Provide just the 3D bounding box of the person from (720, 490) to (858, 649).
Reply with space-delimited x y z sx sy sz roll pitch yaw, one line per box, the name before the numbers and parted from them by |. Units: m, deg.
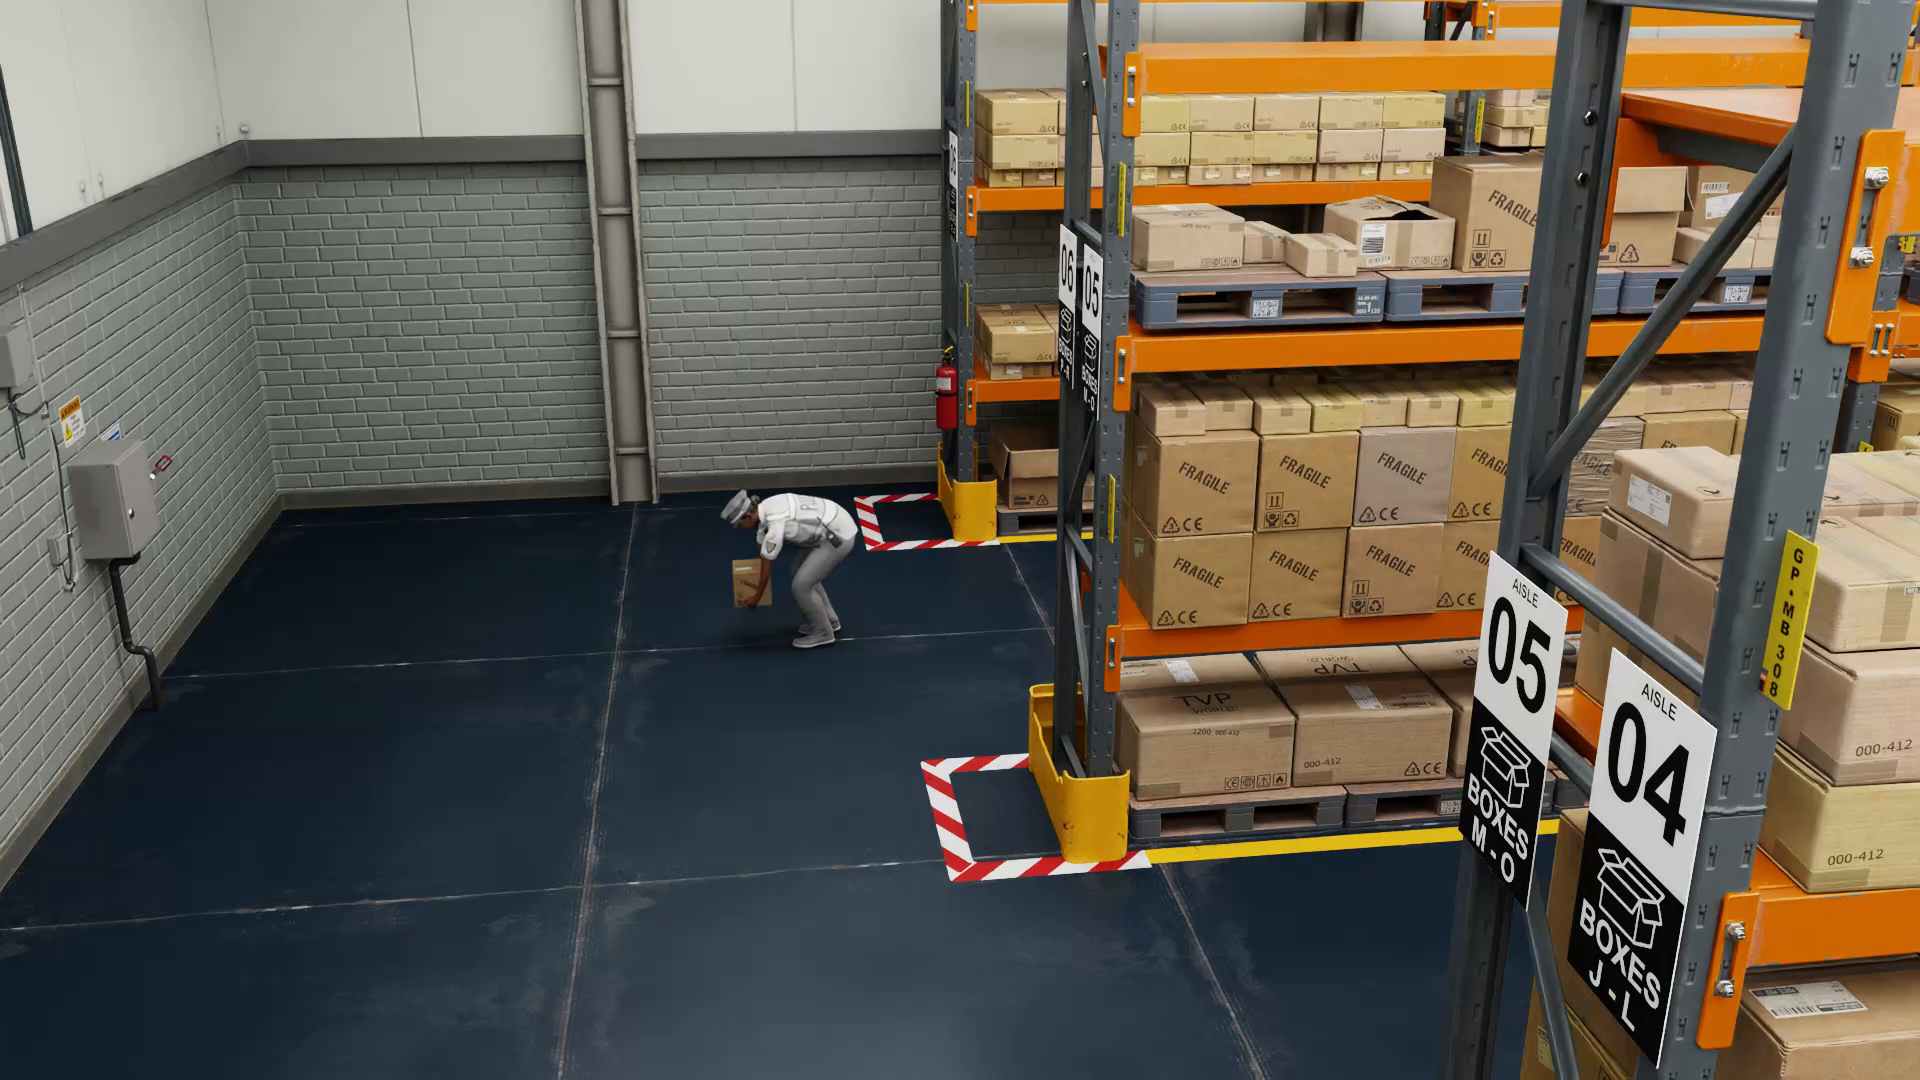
person | -1.162 0.175 11.389 0.928 1.122 0.441 -4 20 -10
